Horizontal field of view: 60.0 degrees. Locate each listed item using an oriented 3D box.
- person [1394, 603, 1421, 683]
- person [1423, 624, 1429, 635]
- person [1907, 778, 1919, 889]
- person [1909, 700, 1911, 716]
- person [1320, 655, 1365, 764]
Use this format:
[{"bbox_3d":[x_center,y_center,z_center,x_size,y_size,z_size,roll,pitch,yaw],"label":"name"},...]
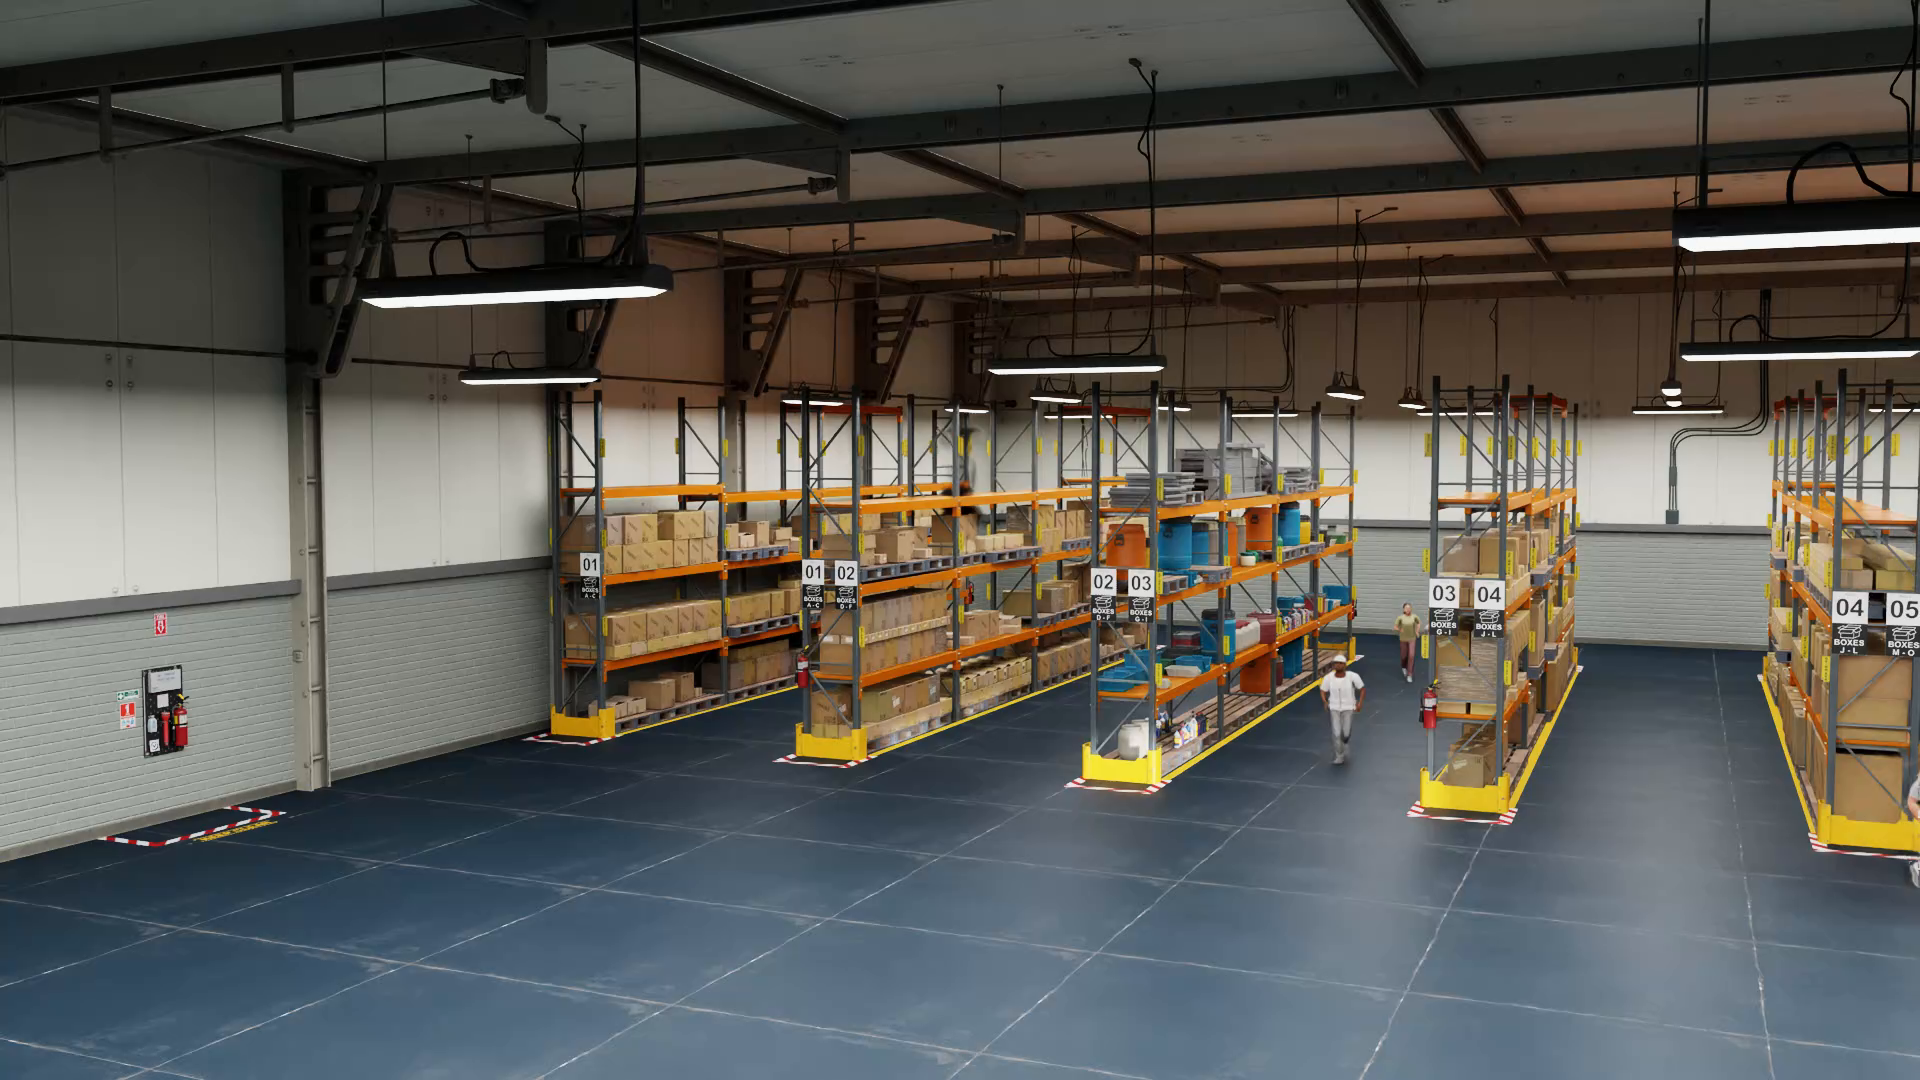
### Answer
[{"bbox_3d":[9.647,2.185,35.856,0.578,1.677,0.951,1,3,11],"label":"person"},{"bbox_3d":[9.973,2.318,34.459,0.709,1.574,0.907,2,4,36],"label":"person"},{"bbox_3d":[10.595,3.128,18.077,0.665,1.772,0.713,0,3,-4],"label":"person"},{"bbox_3d":[17.693,2.435,30.674,0.709,1.739,0.762,1,3,22],"label":"person"},{"bbox_3d":[6.050,2.686,26.385,0.702,1.725,0.534,1,3,21],"label":"person"}]
